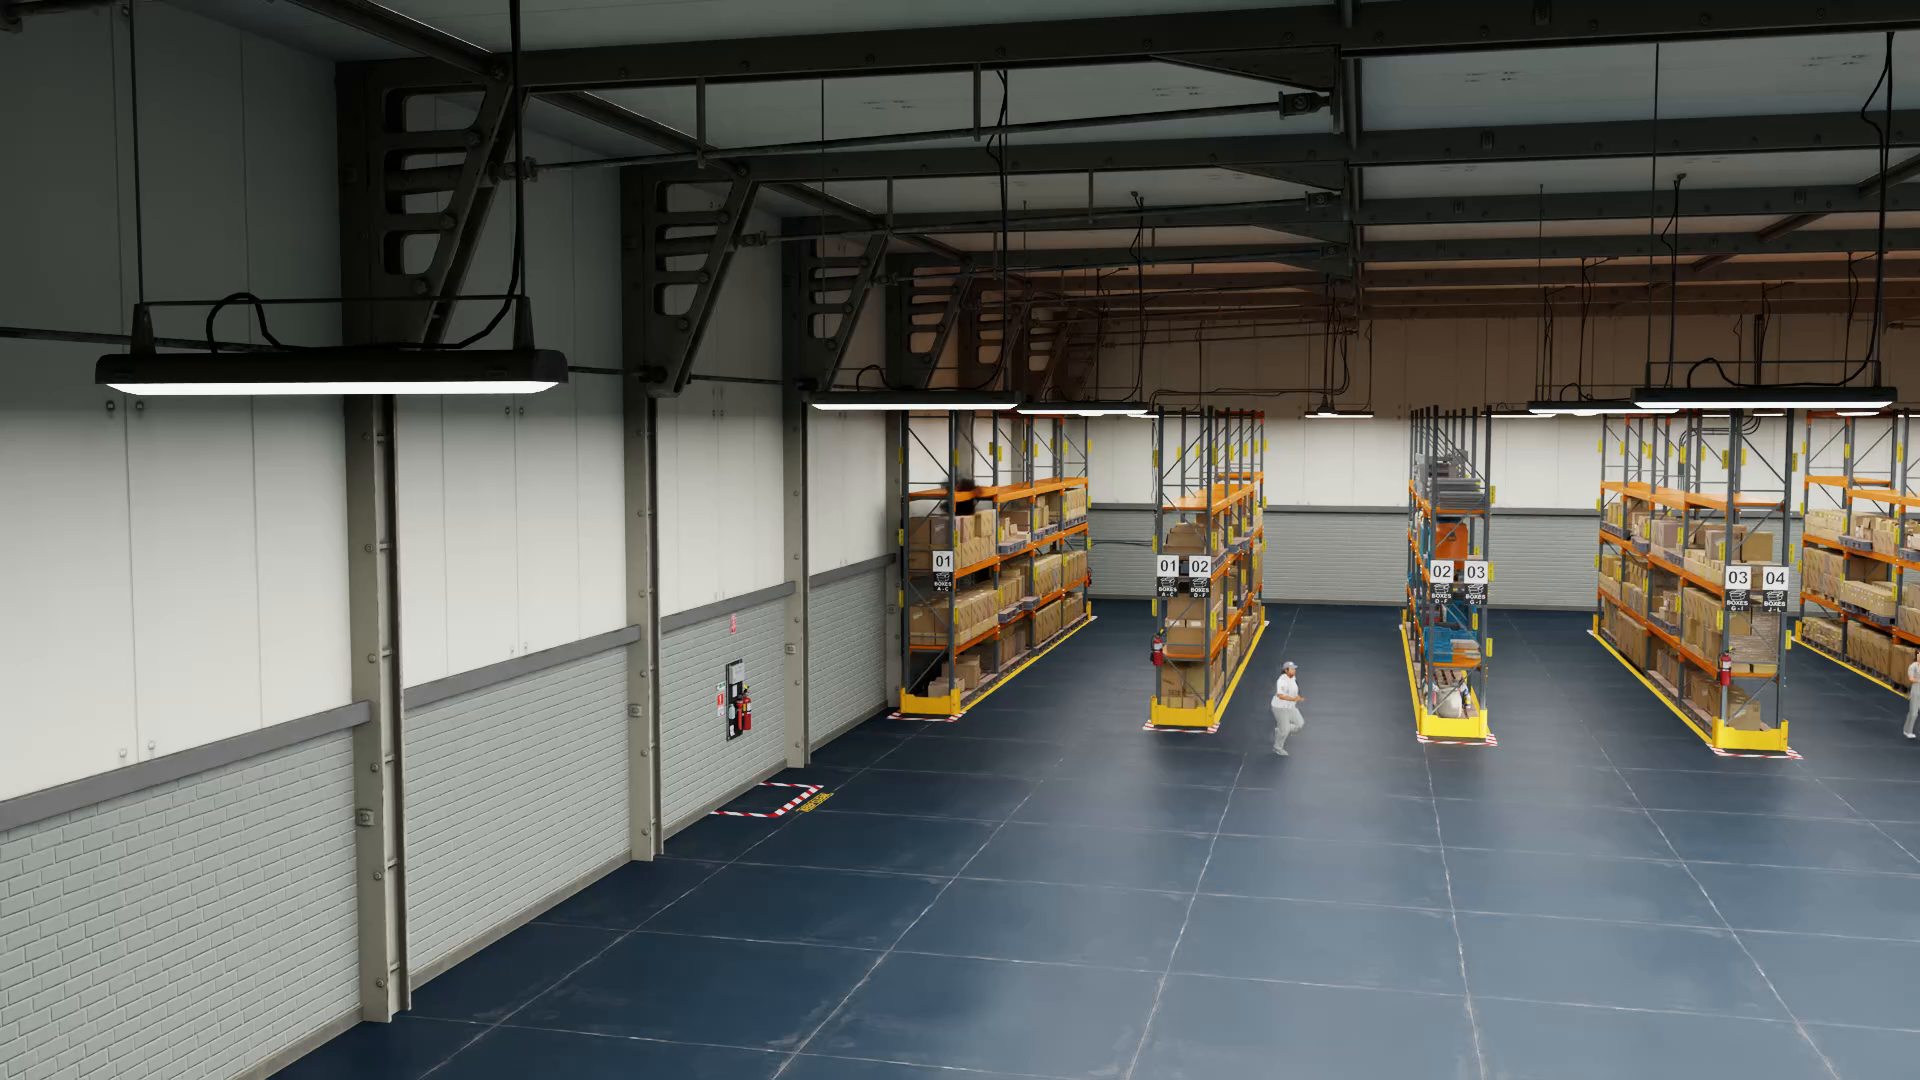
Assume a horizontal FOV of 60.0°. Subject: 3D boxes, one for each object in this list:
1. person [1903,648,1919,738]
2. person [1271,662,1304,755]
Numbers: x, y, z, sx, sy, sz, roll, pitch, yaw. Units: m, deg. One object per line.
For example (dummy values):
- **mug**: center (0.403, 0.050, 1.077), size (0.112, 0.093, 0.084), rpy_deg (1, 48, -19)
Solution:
- **person**: center (17.081, 2.770, 29.549), size (0.531, 1.719, 0.737), rpy_deg (0, 4, 0)
- **person**: center (5.638, 2.880, 28.473), size (0.617, 1.618, 0.645), rpy_deg (3, 5, 40)
